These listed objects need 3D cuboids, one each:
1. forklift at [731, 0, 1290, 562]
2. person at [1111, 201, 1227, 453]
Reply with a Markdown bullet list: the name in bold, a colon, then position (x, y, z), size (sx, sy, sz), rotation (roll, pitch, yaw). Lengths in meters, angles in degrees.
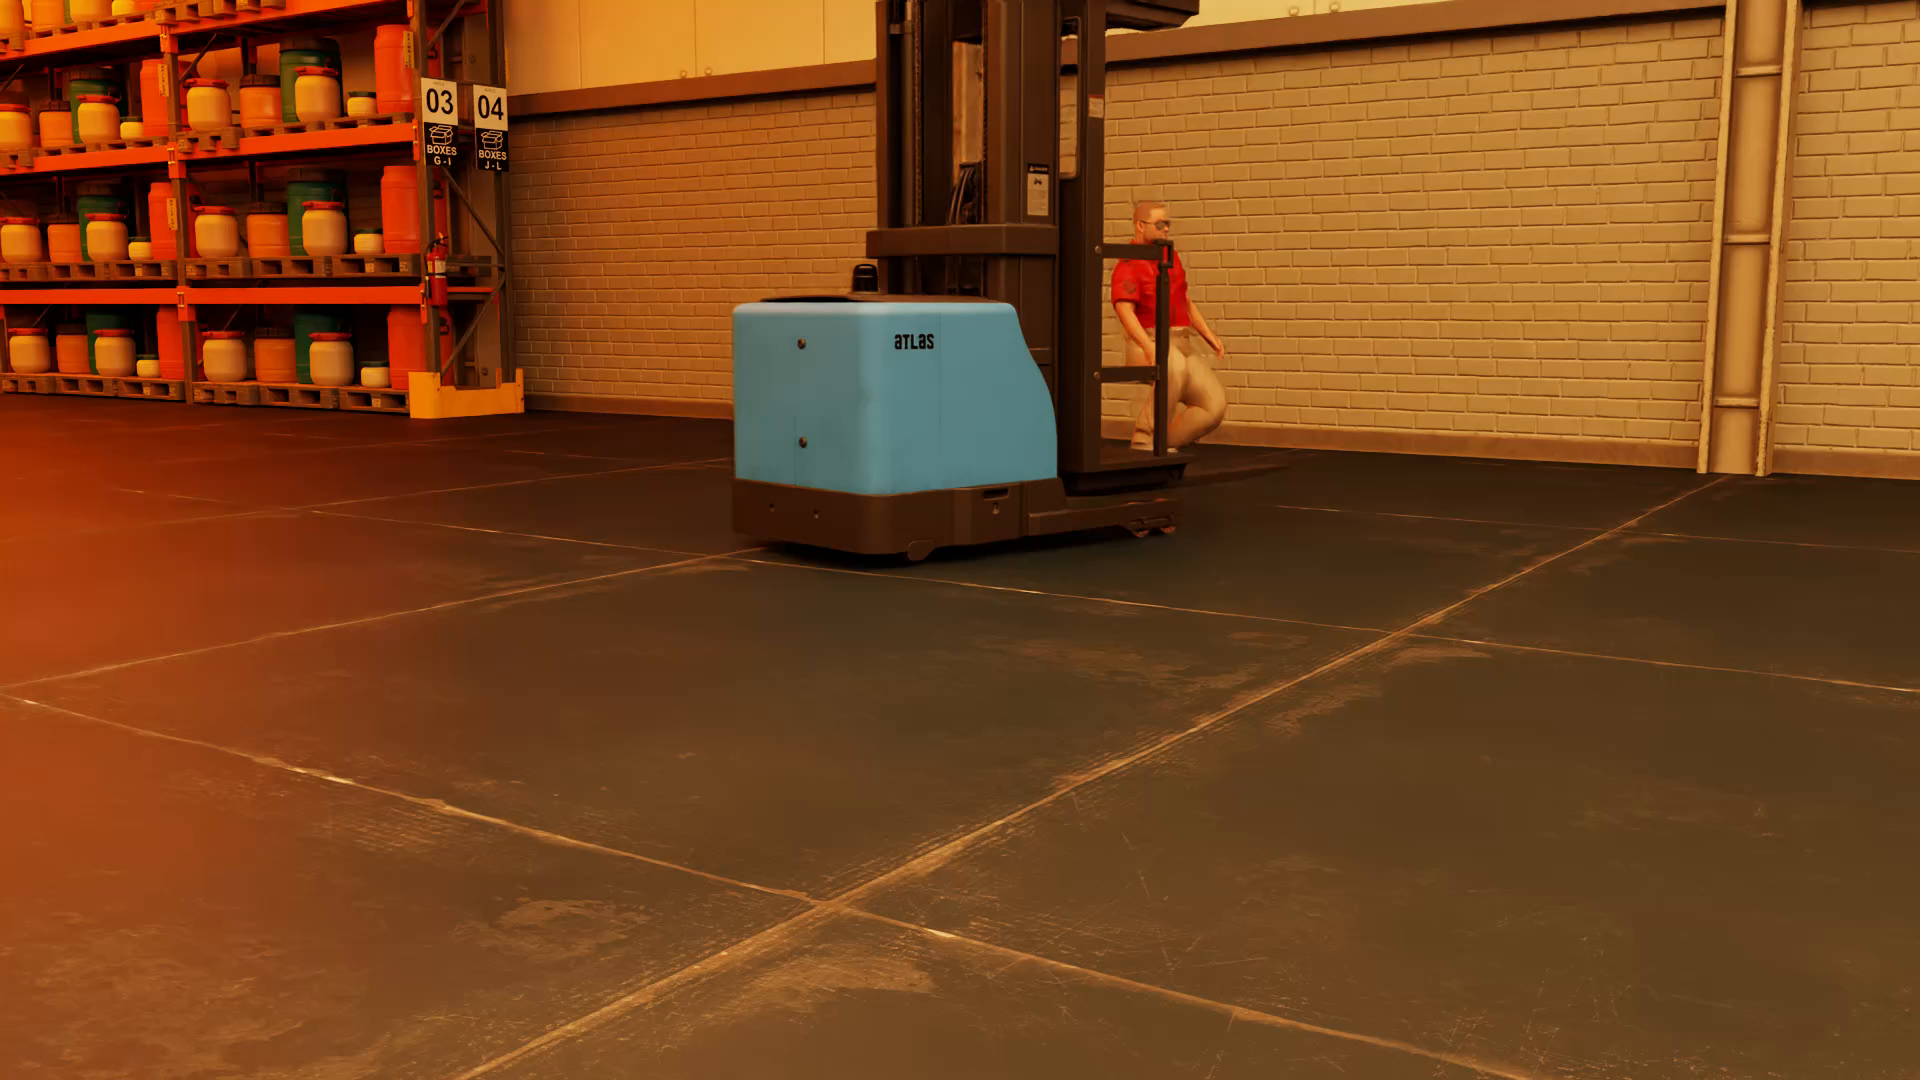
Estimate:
- **forklift**: position (0.410, -1.513, 7.833), size (3.031, 2.935, 1.130), rotation (-7, 11, -42)
- **person**: position (1.147, -1.063, 9.055), size (0.777, 1.547, 0.627), rotation (-8, 11, -43)
